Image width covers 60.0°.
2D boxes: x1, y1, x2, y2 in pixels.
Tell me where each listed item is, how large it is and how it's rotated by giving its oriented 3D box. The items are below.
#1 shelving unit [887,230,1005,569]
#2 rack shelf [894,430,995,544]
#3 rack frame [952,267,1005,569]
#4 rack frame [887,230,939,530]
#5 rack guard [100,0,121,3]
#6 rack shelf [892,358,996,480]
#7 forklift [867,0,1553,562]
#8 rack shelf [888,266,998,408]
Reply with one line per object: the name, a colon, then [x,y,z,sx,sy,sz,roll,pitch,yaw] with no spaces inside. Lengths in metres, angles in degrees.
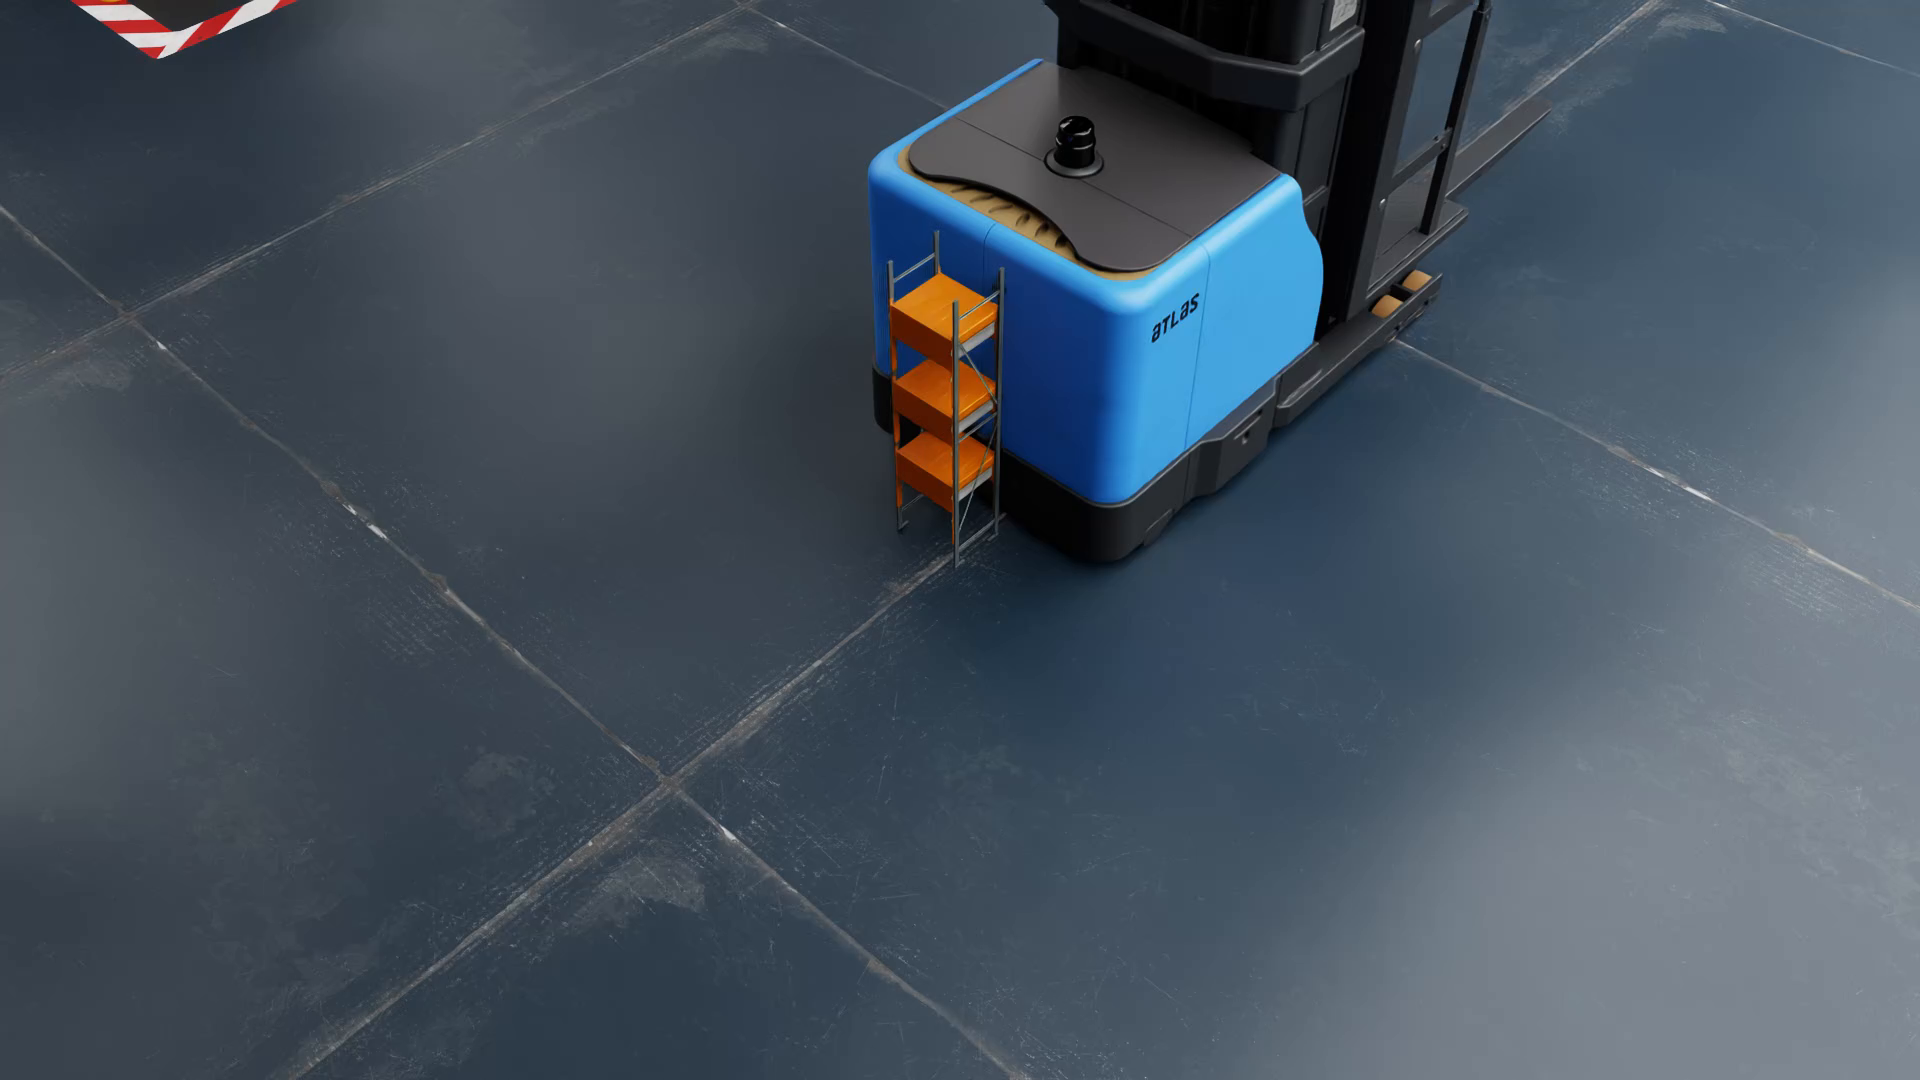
shelving unit: [-0.039,-0.386,4.892,0.252,1.050,0.215,34,55,28]
rack shelf: [-0.039,-0.188,5.102,0.240,0.259,0.215,34,55,28]
rack frame: [0.050,-0.326,4.835,0.008,1.050,0.200,34,55,28]
rack frame: [-0.129,-0.446,4.949,0.008,1.050,0.200,34,55,28]
rack guard: [-3.584,-2.985,7.710,0.348,0.500,1.175,34,55,28]
rack shelf: [-0.039,-0.379,4.900,0.240,0.259,0.215,34,55,28]
forklift: [1.078,-1.928,5.049,1.130,2.935,3.031,34,55,27]
rack shelf: [-0.039,-0.573,4.693,0.240,0.259,0.215,34,55,28]
